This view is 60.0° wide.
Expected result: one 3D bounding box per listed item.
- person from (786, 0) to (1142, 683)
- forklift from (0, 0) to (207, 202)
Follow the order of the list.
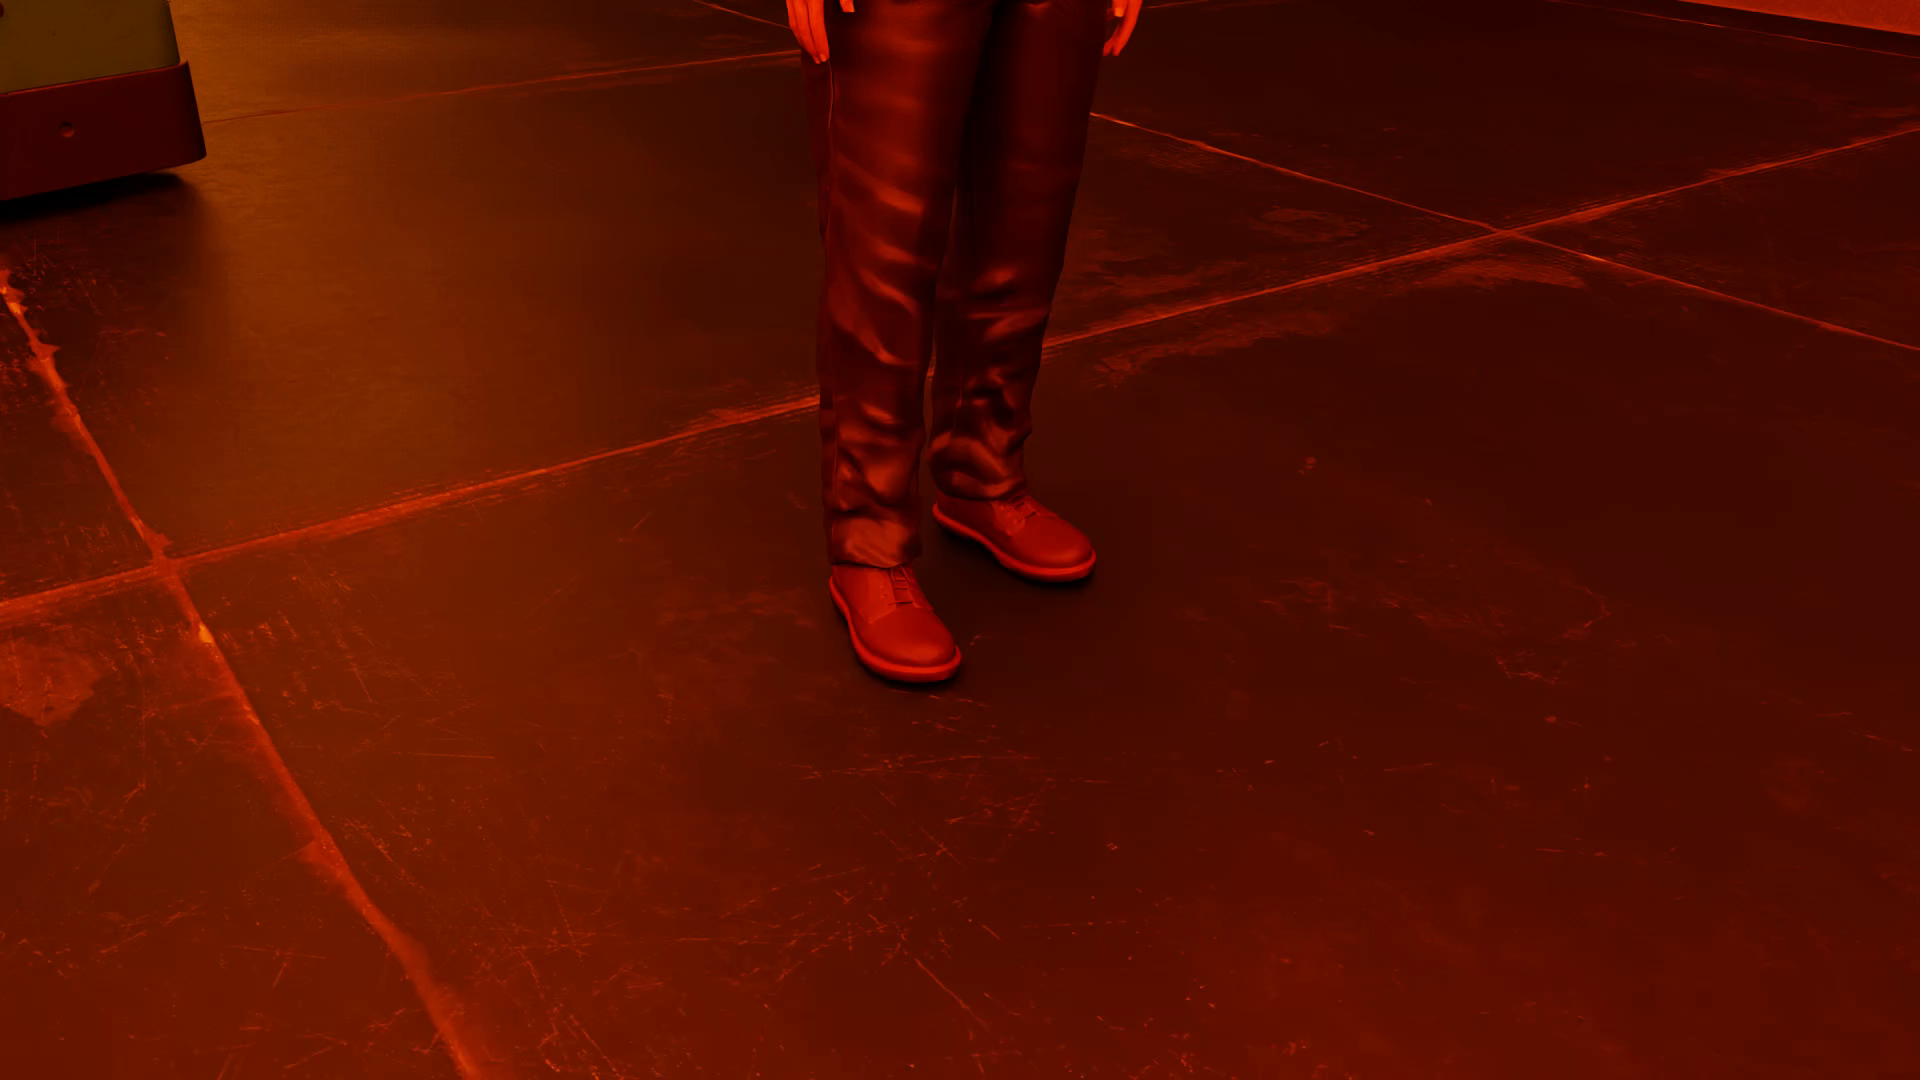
[{"bbox_3d":[0.027,-0.702,2.046,0.585,1.651,0.502,-17,31,-31],"label":"person"},{"bbox_3d":[-3.427,-2.483,4.180,3.031,2.935,1.130,20,33,34],"label":"forklift"}]
